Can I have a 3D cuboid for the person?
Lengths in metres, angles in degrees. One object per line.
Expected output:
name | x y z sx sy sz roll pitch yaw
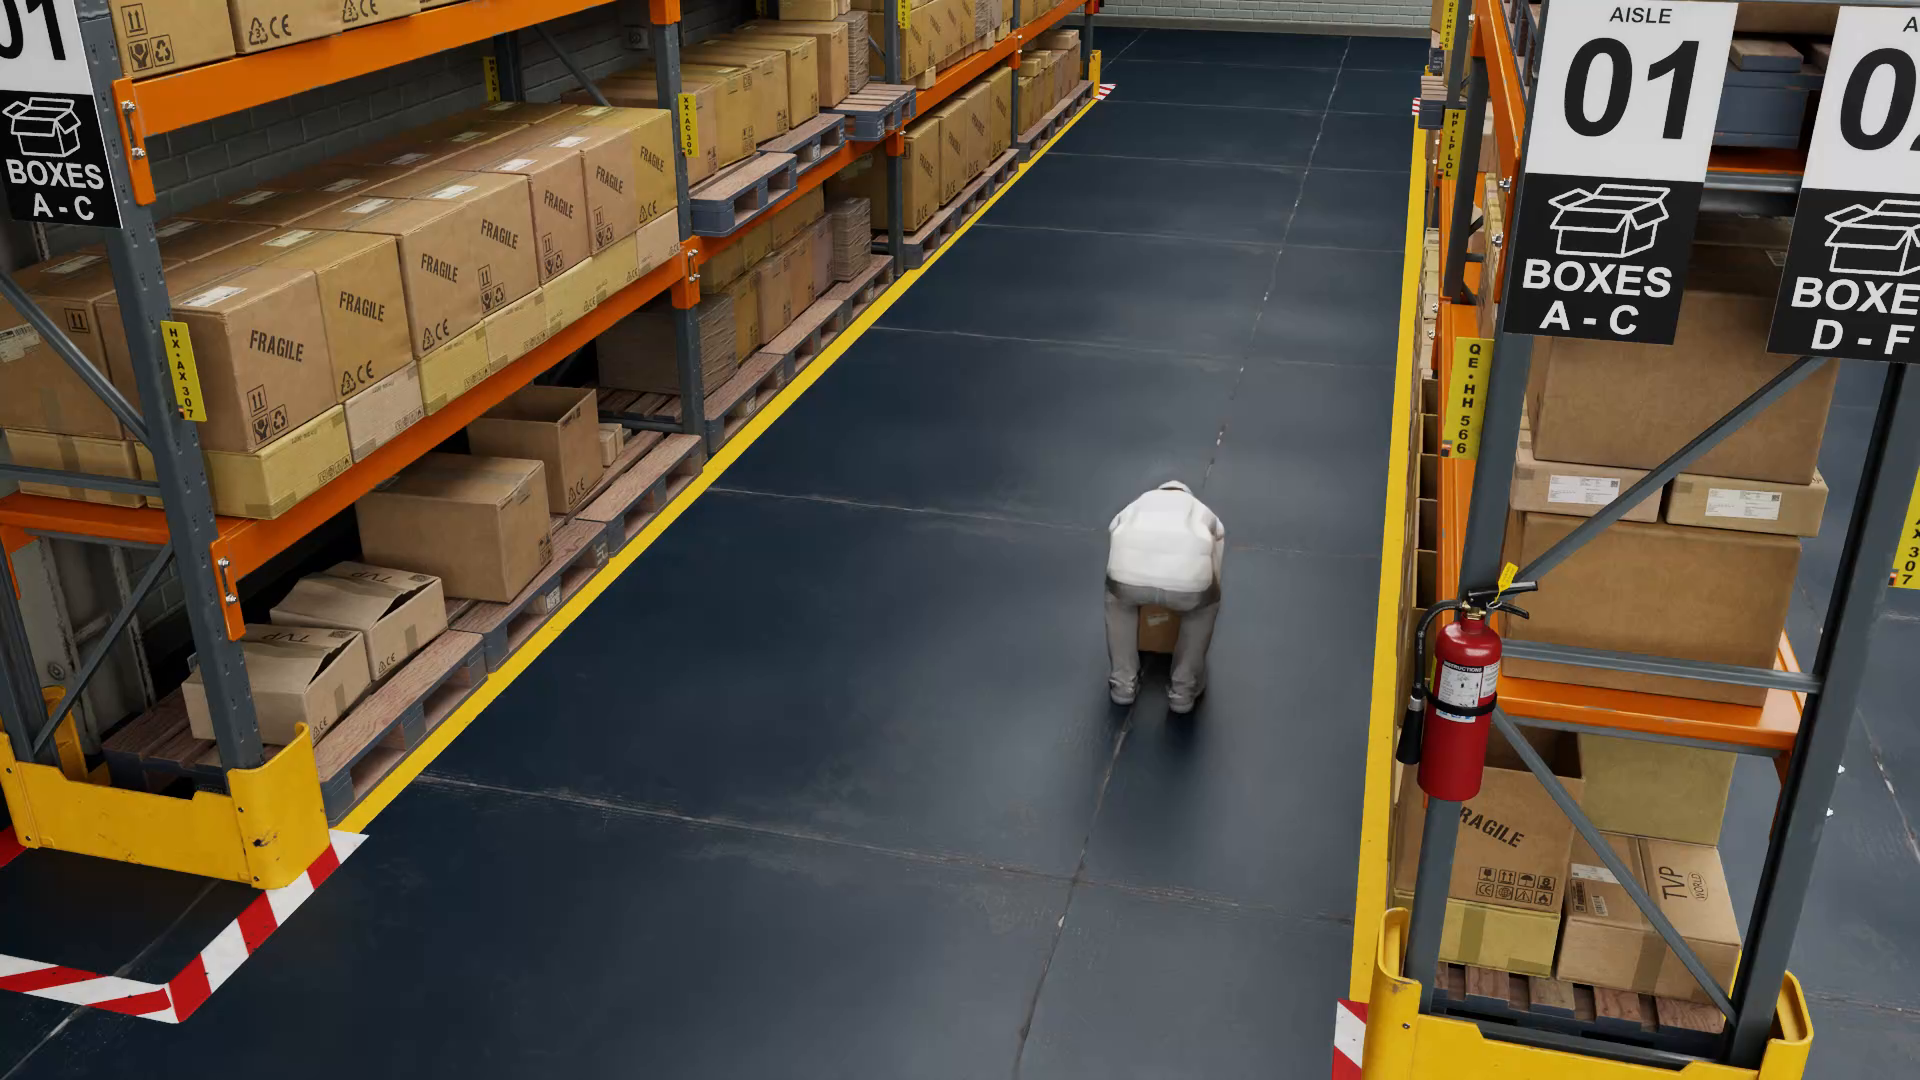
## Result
person | 0.876 0.199 7.207 0.512 0.897 0.978 5 26 11
